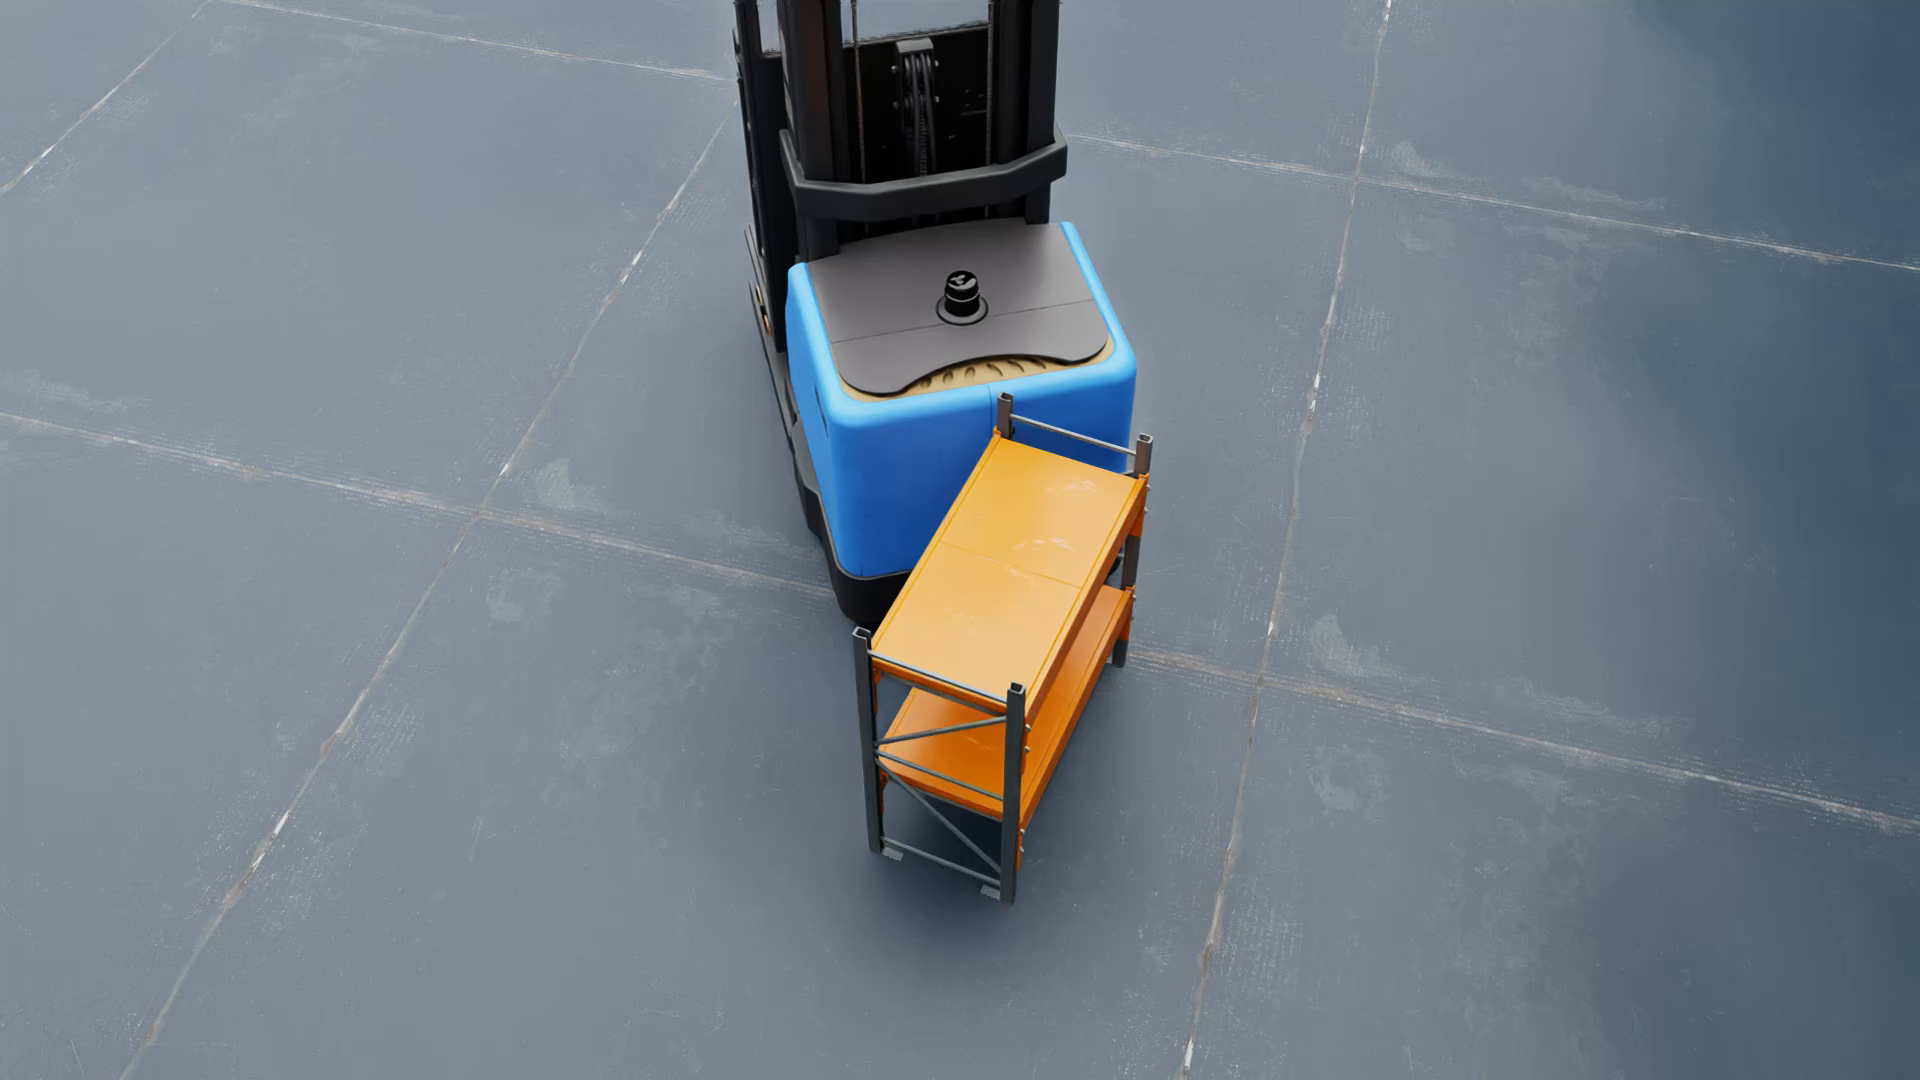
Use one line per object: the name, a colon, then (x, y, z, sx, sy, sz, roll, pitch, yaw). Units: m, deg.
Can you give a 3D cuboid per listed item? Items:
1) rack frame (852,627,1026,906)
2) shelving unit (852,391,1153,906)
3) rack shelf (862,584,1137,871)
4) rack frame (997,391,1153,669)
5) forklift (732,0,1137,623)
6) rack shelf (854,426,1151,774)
rack frame: (-0.059, 0.694, 4.887, 0.500, 1.125, 0.032, 18, 51, 15)
shelving unit: (0.145, 0.345, 5.195, 0.538, 1.125, 1.048, 18, 51, 15)
rack shelf: (0.145, 0.507, 5.378, 0.538, 0.278, 1.000, 18, 51, 15)
rack frame: (0.350, -0.004, 5.503, 0.500, 1.125, 0.032, 18, 51, 15)
forklift: (-0.263, -1.807, 5.890, 1.130, 2.935, 3.031, -11, 49, -9)
rack shelf: (0.145, 0.151, 4.976, 0.538, 0.278, 1.000, 18, 51, 15)
